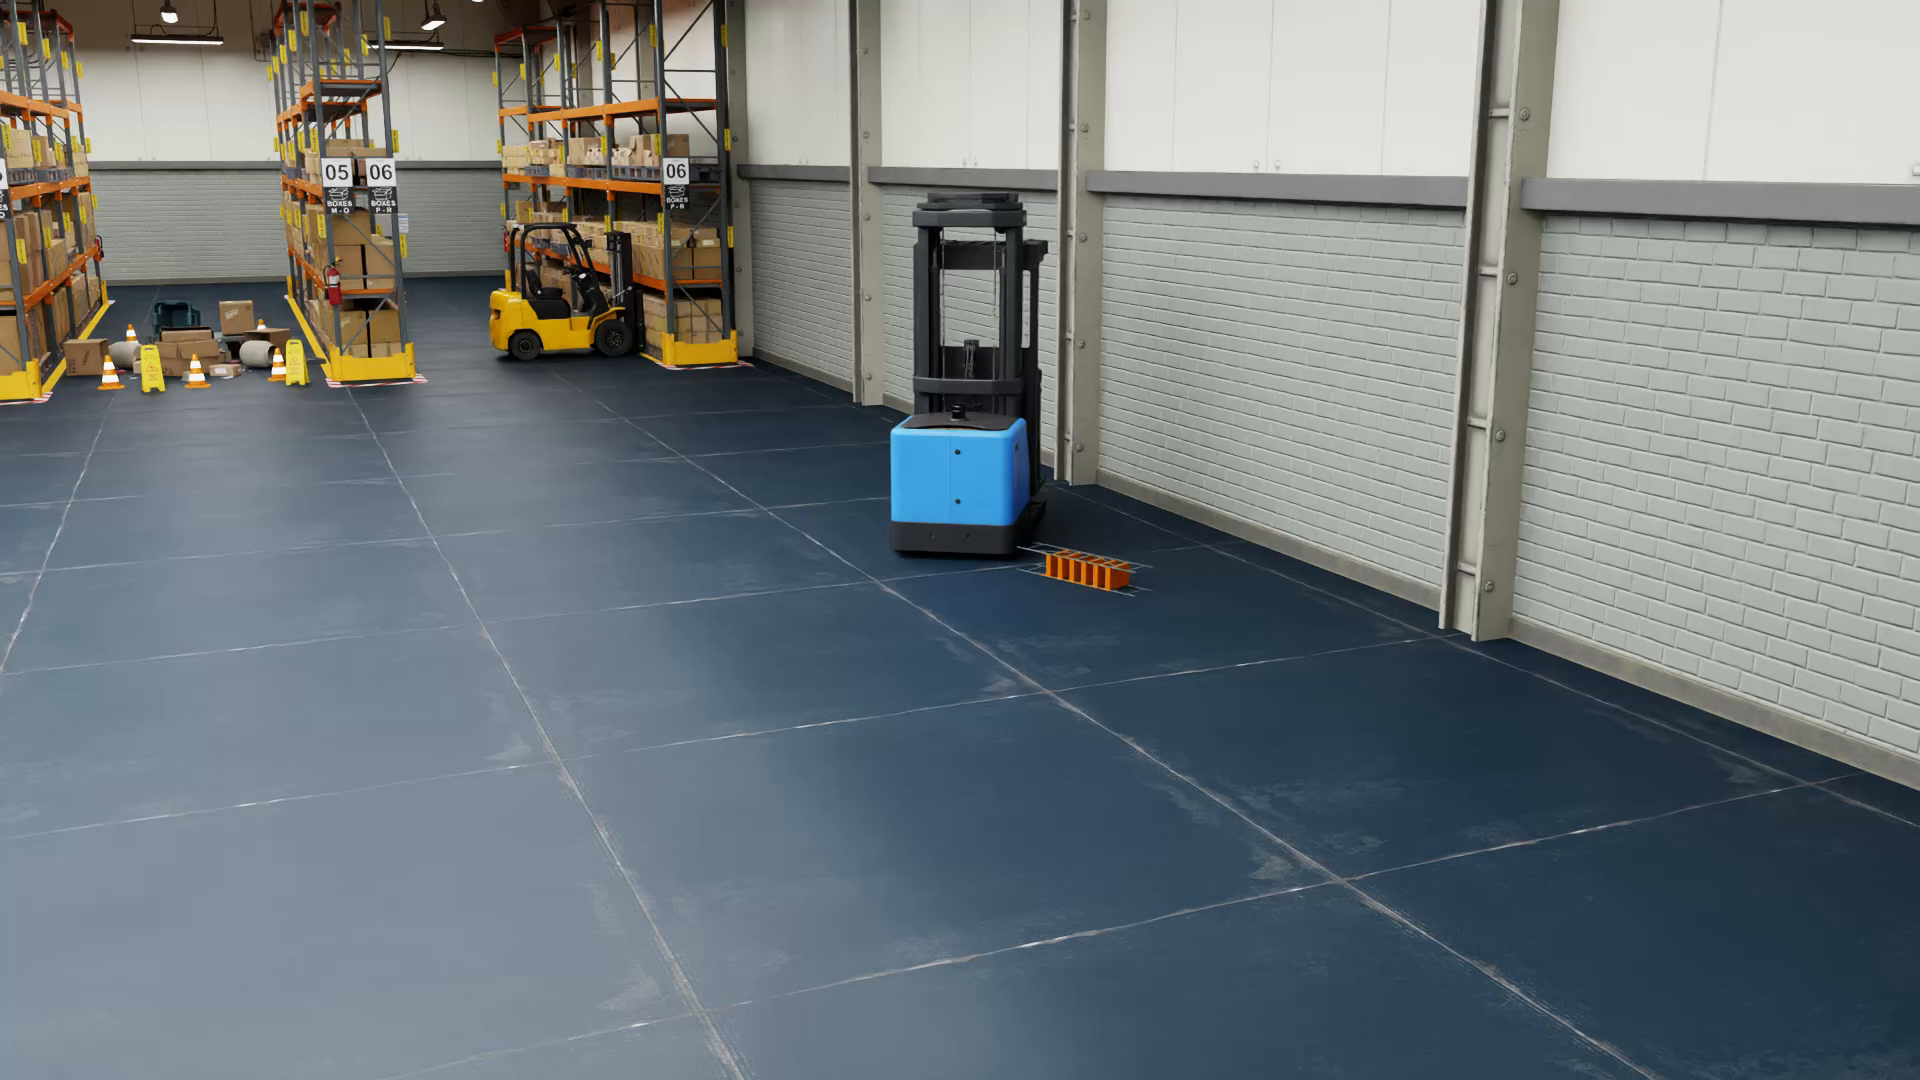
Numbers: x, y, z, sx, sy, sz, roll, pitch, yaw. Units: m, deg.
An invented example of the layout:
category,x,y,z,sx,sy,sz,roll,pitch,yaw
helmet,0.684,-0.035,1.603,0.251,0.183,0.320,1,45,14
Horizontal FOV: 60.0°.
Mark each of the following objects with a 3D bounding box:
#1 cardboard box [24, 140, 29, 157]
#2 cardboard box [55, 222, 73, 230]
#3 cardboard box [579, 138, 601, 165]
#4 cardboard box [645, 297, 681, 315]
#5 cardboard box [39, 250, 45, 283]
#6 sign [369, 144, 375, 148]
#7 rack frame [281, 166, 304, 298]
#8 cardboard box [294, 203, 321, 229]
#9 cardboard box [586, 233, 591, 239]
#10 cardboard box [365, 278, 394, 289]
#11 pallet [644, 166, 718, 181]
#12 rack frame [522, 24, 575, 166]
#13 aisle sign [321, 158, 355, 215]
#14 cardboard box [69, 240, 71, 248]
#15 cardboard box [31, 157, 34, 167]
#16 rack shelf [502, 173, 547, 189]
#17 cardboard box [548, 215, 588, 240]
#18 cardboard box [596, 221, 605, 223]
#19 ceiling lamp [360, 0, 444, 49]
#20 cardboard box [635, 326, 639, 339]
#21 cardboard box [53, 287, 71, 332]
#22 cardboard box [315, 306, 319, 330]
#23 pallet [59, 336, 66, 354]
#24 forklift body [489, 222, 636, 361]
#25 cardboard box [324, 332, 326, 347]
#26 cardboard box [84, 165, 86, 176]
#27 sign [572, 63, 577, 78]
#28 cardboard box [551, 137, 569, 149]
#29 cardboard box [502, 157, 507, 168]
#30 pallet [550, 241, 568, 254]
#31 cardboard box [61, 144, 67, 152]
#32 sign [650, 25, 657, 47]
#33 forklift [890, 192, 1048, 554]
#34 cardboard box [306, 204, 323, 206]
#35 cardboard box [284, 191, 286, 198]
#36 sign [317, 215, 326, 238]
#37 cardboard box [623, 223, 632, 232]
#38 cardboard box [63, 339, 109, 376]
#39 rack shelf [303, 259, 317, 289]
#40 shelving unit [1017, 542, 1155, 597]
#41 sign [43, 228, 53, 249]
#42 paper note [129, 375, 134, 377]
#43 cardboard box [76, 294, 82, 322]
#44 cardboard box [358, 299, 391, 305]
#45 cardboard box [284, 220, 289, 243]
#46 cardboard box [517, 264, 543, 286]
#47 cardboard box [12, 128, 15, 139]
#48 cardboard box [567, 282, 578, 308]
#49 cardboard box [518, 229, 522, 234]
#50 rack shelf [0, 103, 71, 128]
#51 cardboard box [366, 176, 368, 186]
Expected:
category,x,y,z,sx,sy,sz,roll,pitch,yaw
cardboard box,-14.179,-5.827,24.760,0.500,0.250,0.500,-6,14,-23
cardboard box,-17.570,-6.127,32.498,0.380,0.149,0.250,-6,14,-25
cardboard box,-6.900,-7.348,31.439,0.500,0.500,0.500,-5,14,-22
cardboard box,-4.850,-3.838,27.249,0.500,0.250,0.500,-5,14,-22
cardboard box,-14.655,-4.221,25.622,0.875,0.550,0.550,-6,14,-23
sign,-9.825,-6.455,27.808,0.100,0.325,0.005,-6,14,-23
rack frame,-15.126,-7.170,38.698,1.000,3.000,0.127,-6,14,-23
cardboard box,-12.970,-6.450,33.147,0.500,0.500,0.500,-6,14,-24
cardboard box,-6.800,-5.707,31.598,0.500,0.250,0.500,-5,14,-22
cardboard box,-8.663,-3.831,24.828,0.380,0.149,0.250,-6,14,-23
pallet,-4.429,-5.880,26.669,1.003,0.211,1.213,-6,14,-23
rack frame,-8.977,-9.716,36.391,1.000,3.000,0.127,-6,14,-23
aisle sign,-8.957,-5.092,23.954,0.394,0.787,0.004,-6,14,-23
cardboard box,-17.153,-5.625,31.647,0.380,0.149,0.250,-5,14,-21
cardboard box,-14.375,-5.769,25.395,0.380,0.149,0.250,-6,14,-23
rack shelf,-9.778,-8.317,38.596,1.077,0.370,4.000,-6,14,-23
cardboard box,-8.198,-6.542,34.823,0.797,0.503,0.637,-6,14,-24
cardboard box,-7.059,-6.282,33.201,0.380,0.149,0.250,-5,14,-21
ceiling lamp,-13.786,-13.729,40.788,2.000,3.185,0.800,-6,14,-23
cardboard box,-5.259,-3.560,28.267,0.500,0.250,0.500,-5,14,-21
cardboard box,-16.255,-4.024,29.162,1.050,0.750,0.750,-6,14,-24
cardboard box,-11.102,-4.015,29.963,0.950,0.372,0.625,-5,14,-21
pallet,-15.685,-3.270,28.029,1.003,0.211,1.213,-6,14,-23
forklift body,-6.601,-4.127,27.432,2.313,2.155,1.214,-6,14,-23
cardboard box,-10.106,-3.300,27.145,0.500,0.250,0.500,-5,14,-20
cardboard box,-18.799,-7.812,35.151,0.500,0.250,0.500,-5,14,-21
sign,-8.471,-10.299,36.490,0.100,0.325,0.005,-6,14,-23
cardboard box,-8.655,-8.623,36.150,0.396,0.266,0.258,-6,14,-23
cardboard box,-10.652,-9.036,39.781,0.500,0.250,0.500,-6,14,-24
pallet,-7.710,-6.007,34.096,1.213,0.211,1.003,-6,14,-23
cardboard box,-17.913,-7.784,33.037,0.380,0.149,0.250,-6,14,-24
sign,-4.673,-7.684,25.366,0.100,0.325,0.005,-6,14,-23
forklift,0.182,-1.594,14.755,1.130,2.935,3.031,2,13,10
cardboard box,-10.341,-5.261,27.351,0.700,0.500,0.500,-6,14,-24
cardboard box,-15.068,-7.812,37.593,0.380,0.149,0.250,-5,14,-21
sign,-9.233,-4.537,24.050,0.100,0.325,0.005,-6,14,-23
cardboard box,-5.610,-5.397,28.716,0.380,0.149,0.250,-5,14,-22
cardboard box,-13.252,-2.778,25.260,0.500,0.500,0.500,-3,13,-13
rack shelf,-11.120,-4.754,29.853,1.077,0.370,4.000,-6,14,-23
shelving unit,0.966,0.222,12.981,1.200,0.189,0.258,12,18,43
sign,-14.306,-4.734,26.075,0.100,0.325,0.005,-6,14,-23
paper note,-12.465,-2.467,25.006,0.032,0.001,0.123,1,13,6
cardboard box,-16.670,-4.309,30.948,0.500,0.500,0.500,-5,14,-22
cardboard box,-9.425,-3.613,26.832,0.500,0.500,0.500,-5,14,-20
cardboard box,-15.197,-7.094,38.146,0.500,0.500,0.500,-6,14,-23
cardboard box,-10.114,-6.291,39.512,0.700,0.500,0.500,-5,14,-21
cardboard box,-13.460,-5.685,23.265,0.380,0.149,0.250,-6,14,-24
cardboard box,-7.741,-5.021,34.025,0.500,0.500,0.500,-5,14,-21
cardboard box,-10.012,-7.261,38.762,0.500,0.250,0.500,-6,14,-24
rack shelf,-17.217,-7.840,30.770,1.077,0.370,4.000,-6,14,-23
cardboard box,-8.552,-5.301,24.528,0.380,0.149,0.250,-6,14,-23
